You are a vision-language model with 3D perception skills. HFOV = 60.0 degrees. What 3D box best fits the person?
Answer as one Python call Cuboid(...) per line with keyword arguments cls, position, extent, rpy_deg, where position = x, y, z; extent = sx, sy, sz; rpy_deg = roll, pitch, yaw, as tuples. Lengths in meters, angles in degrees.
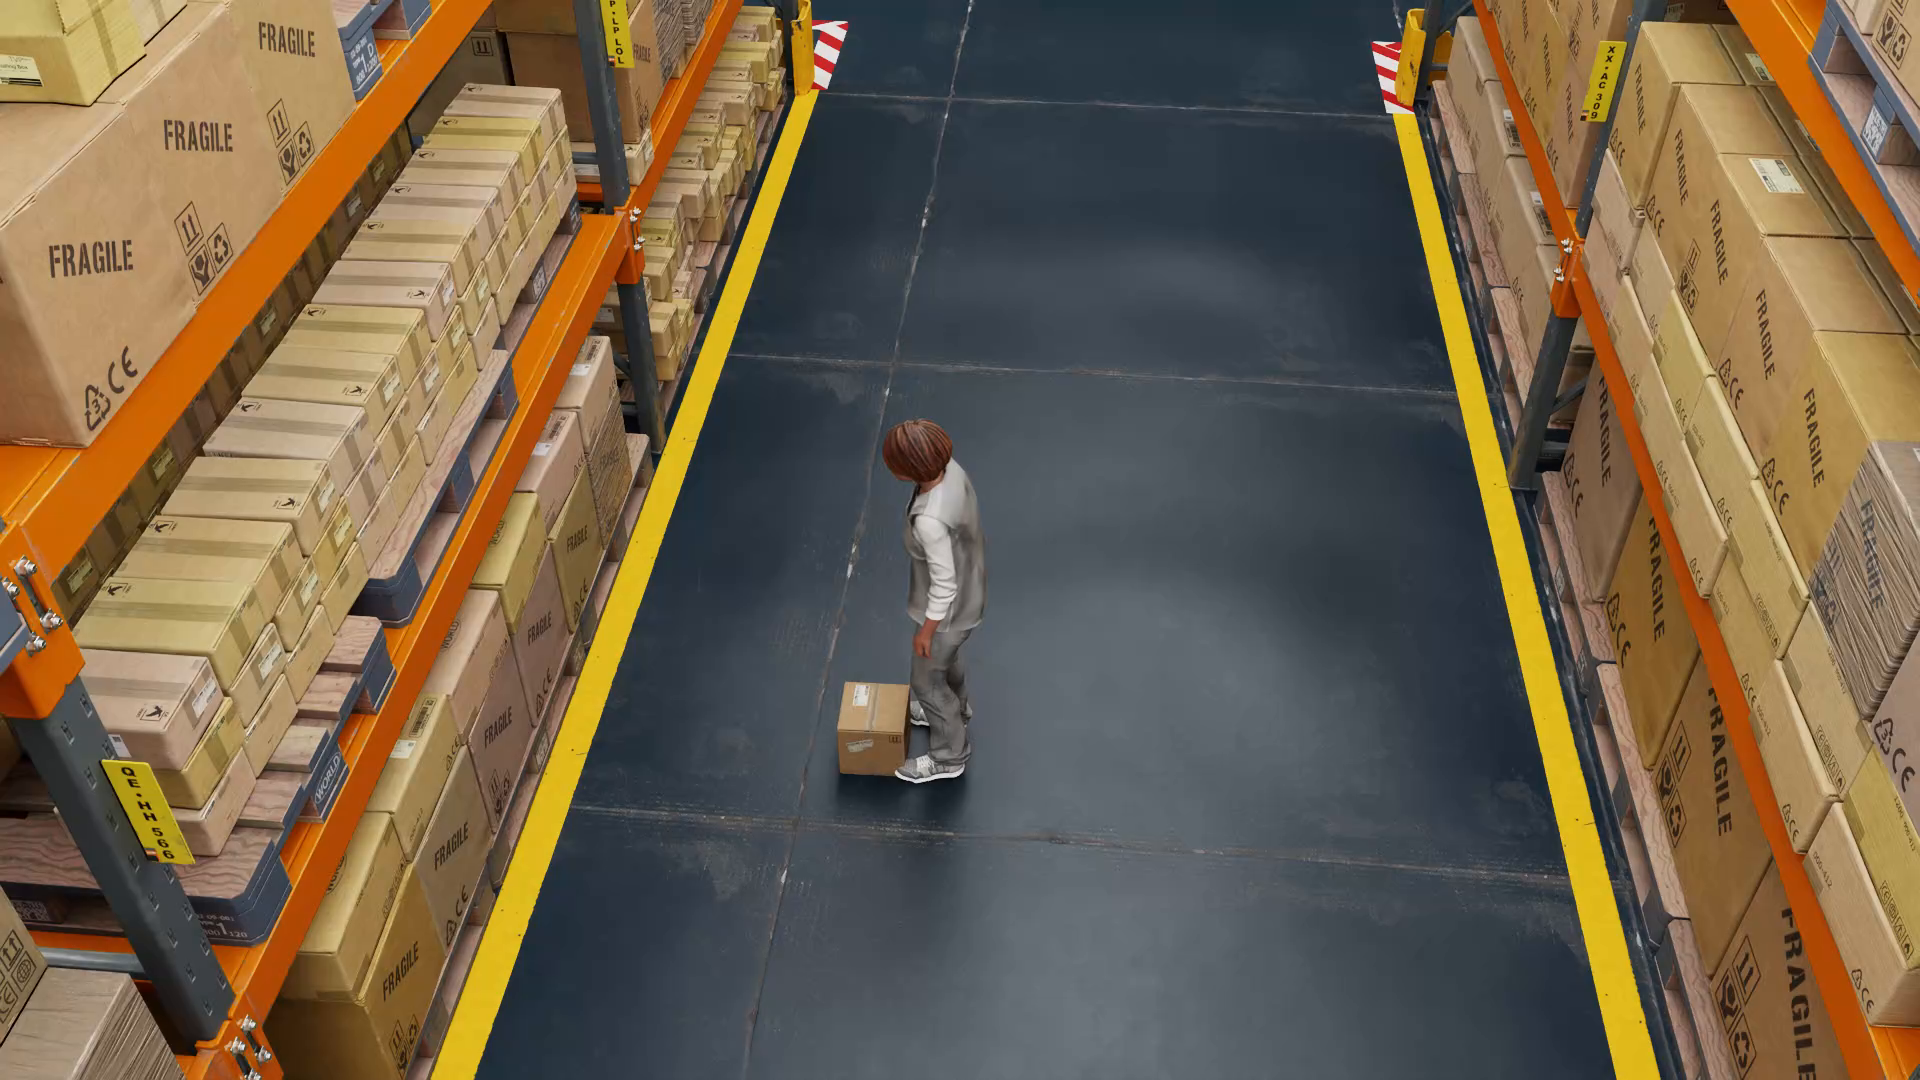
Cuboid(cls="person", position=(-0.079, 0.218, 5.912), extent=(0.345, 1.591, 0.461), rpy_deg=(2, 41, 3))
